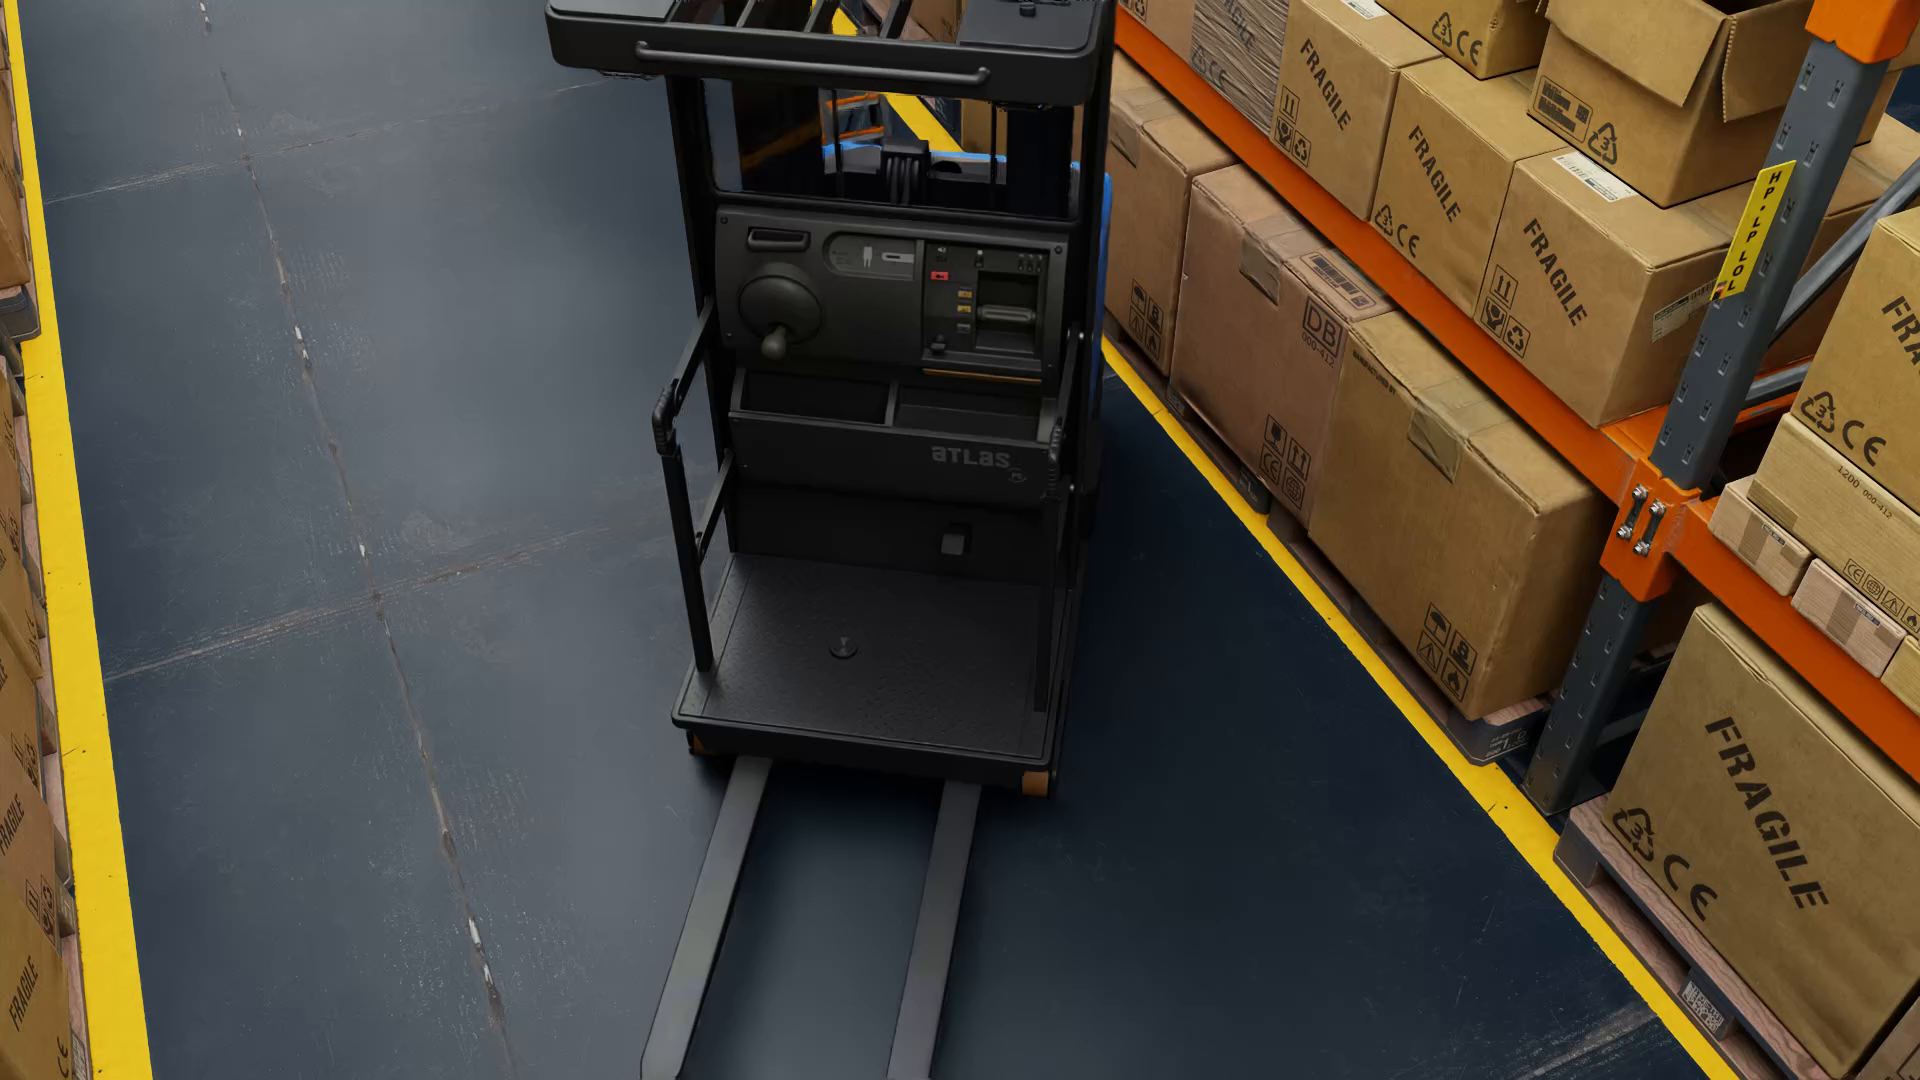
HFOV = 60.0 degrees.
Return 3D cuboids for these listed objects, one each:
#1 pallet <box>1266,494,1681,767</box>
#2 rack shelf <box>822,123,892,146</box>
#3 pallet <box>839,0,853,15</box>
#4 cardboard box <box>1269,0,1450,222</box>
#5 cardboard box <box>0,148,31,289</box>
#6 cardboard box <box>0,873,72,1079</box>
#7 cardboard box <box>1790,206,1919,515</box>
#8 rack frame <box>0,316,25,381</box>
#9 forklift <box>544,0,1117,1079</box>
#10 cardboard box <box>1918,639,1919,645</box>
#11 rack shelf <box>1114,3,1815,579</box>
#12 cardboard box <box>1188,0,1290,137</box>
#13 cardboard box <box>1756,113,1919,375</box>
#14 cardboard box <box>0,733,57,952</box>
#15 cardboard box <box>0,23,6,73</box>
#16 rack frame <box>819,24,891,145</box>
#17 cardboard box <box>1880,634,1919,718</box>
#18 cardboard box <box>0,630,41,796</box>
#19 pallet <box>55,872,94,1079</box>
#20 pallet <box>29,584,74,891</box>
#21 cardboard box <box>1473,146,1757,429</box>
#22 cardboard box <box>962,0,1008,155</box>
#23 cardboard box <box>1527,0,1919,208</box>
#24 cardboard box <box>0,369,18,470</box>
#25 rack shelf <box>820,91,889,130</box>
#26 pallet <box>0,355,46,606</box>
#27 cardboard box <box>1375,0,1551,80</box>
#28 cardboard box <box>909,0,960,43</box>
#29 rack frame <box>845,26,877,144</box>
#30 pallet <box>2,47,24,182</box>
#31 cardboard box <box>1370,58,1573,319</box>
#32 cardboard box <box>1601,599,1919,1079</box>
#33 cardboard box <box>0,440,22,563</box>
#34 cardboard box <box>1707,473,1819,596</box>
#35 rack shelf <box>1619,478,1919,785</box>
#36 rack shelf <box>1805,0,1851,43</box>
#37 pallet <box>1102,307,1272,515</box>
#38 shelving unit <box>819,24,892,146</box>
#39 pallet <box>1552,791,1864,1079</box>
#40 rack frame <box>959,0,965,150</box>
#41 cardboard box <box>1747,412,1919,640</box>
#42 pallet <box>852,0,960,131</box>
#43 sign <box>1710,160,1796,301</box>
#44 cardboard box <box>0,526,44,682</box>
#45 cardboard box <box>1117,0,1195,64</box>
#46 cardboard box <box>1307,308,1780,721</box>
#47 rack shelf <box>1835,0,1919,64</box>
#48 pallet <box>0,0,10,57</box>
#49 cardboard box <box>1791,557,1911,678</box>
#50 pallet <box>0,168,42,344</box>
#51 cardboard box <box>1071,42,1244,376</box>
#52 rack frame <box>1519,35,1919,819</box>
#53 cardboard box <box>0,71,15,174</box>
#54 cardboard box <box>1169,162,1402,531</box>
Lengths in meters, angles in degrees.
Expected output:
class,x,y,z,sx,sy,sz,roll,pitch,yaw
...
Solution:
class,x,y,z,sx,sy,sz,roll,pitch,yaw
pallet,1.766,0.093,5.506,1.003,0.211,1.213,-18,47,-17
rack shelf,-0.393,-1.478,6.187,0.258,0.103,0.180,-13,18,-13
pallet,-0.360,-3.261,8.905,1.003,0.211,1.213,-18,47,-17
cardboard box,1.286,-1.331,4.893,0.500,0.500,0.500,-19,48,-18
cardboard box,-4.240,-1.342,6.277,1.050,0.750,0.750,-19,48,-18
cardboard box,-2.454,1.161,3.918,0.500,0.500,0.500,-16,47,-16
cardboard box,2.128,-0.369,3.349,0.500,0.500,0.500,-18,47,-17
rack frame,-4.066,-1.579,5.214,1.000,3.000,0.127,-18,47,-17
forklift,-0.217,-0.553,4.223,1.130,2.935,3.031,6,45,6
cardboard box,2.323,0.212,3.294,0.500,0.250,0.500,-18,47,-18
rack shelf,1.318,-1.449,5.595,1.077,0.370,4.000,-18,47,-17
cardboard box,1.080,-1.652,5.218,0.500,0.500,0.500,-18,47,-17
cardboard box,2.192,-0.833,4.387,0.500,0.500,0.500,-18,47,-17
cardboard box,-2.678,0.825,4.259,0.500,0.500,0.500,-16,47,-16
cardboard box,-5.003,-2.492,7.442,1.050,0.750,0.750,-18,47,-17
rack frame,-0.338,-1.271,6.159,0.240,1.200,0.006,-13,18,-13
cardboard box,2.203,0.281,3.508,0.380,0.149,0.250,-17,47,-16
cardboard box,-2.911,0.495,4.594,0.500,0.500,0.500,-17,47,-17
pallet,-2.713,1.467,4.113,1.003,0.211,1.213,-18,47,-17
pallet,-3.230,0.688,4.902,1.003,0.211,1.213,-18,47,-17
cardboard box,1.714,-0.683,4.236,0.500,0.500,0.500,-18,47,-17
cardboard box,0.748,-1.927,6.781,1.225,0.875,0.875,-20,48,-19
cardboard box,1.882,-1.228,4.073,0.797,0.503,0.637,-19,48,-18
cardboard box,-3.552,-0.496,5.598,0.500,0.500,0.500,-18,47,-18
rack shelf,-0.411,-1.591,6.151,0.258,0.103,0.180,-13,18,-13
pallet,-3.739,-0.088,5.689,1.003,0.211,1.213,-18,47,-17
cardboard box,1.604,-1.668,4.520,0.797,0.503,0.637,-18,47,-17
cardboard box,0.177,-2.667,7.784,0.700,0.500,0.500,-20,48,-19
rack frame,-0.389,-1.316,6.329,0.240,1.200,0.006,-13,18,-13
pallet,-4.838,-1.887,7.512,1.003,0.211,1.213,-18,47,-17
cardboard box,1.512,-1.001,4.557,0.500,0.500,0.500,-17,47,-16
cardboard box,2.363,0.621,4.199,0.875,0.875,0.875,-18,47,-17
cardboard box,-3.337,-0.164,5.262,0.500,0.500,0.500,-16,47,-16
cardboard box,1.981,-0.054,3.848,0.380,0.149,0.250,-18,47,-17
rack shelf,2.999,1.100,3.011,1.077,0.370,4.000,-18,47,-17
rack shelf,1.318,-2.516,4.541,1.077,0.370,4.000,-18,47,-17
pallet,1.249,-0.686,6.295,1.003,0.211,1.213,-18,47,-17
shelving unit,-0.363,-1.293,6.244,0.258,1.200,0.189,-13,18,-13
pallet,2.407,1.070,4.515,1.003,0.211,1.213,-18,47,-17
rack frame,0.477,-2.979,6.634,1.000,3.000,0.127,-18,47,-17
cardboard box,2.118,-0.106,3.617,0.500,0.250,0.500,-19,48,-18
pallet,0.149,-2.485,8.118,1.003,0.211,1.213,-18,47,-17
sign,1.670,-0.648,3.503,0.100,0.325,0.005,-18,47,-17
cardboard box,-3.100,0.168,4.925,0.500,0.500,0.500,-20,48,-19
cardboard box,0.872,-1.971,5.541,0.500,0.500,0.500,-19,48,-18
cardboard box,1.871,-0.225,5.056,1.225,0.875,0.875,-18,47,-17
rack shelf,2.999,0.033,1.958,1.077,0.370,4.000,-18,47,-17
pallet,-5.355,-2.666,8.301,1.003,0.211,1.213,-18,47,-17
cardboard box,2.092,0.113,3.678,0.380,0.149,0.250,-20,48,-19
pallet,-4.329,-1.111,6.726,1.003,0.211,1.213,-18,47,-17
cardboard box,1.116,-1.356,6.203,1.225,0.875,0.875,-18,47,-17
rack frame,2.159,-0.430,4.050,1.000,3.000,0.127,-18,47,-17
cardboard box,-4.611,-1.898,6.841,1.050,0.750,0.750,-17,47,-17
cardboard box,1.495,-0.795,5.633,1.225,0.875,0.875,-20,48,-19
